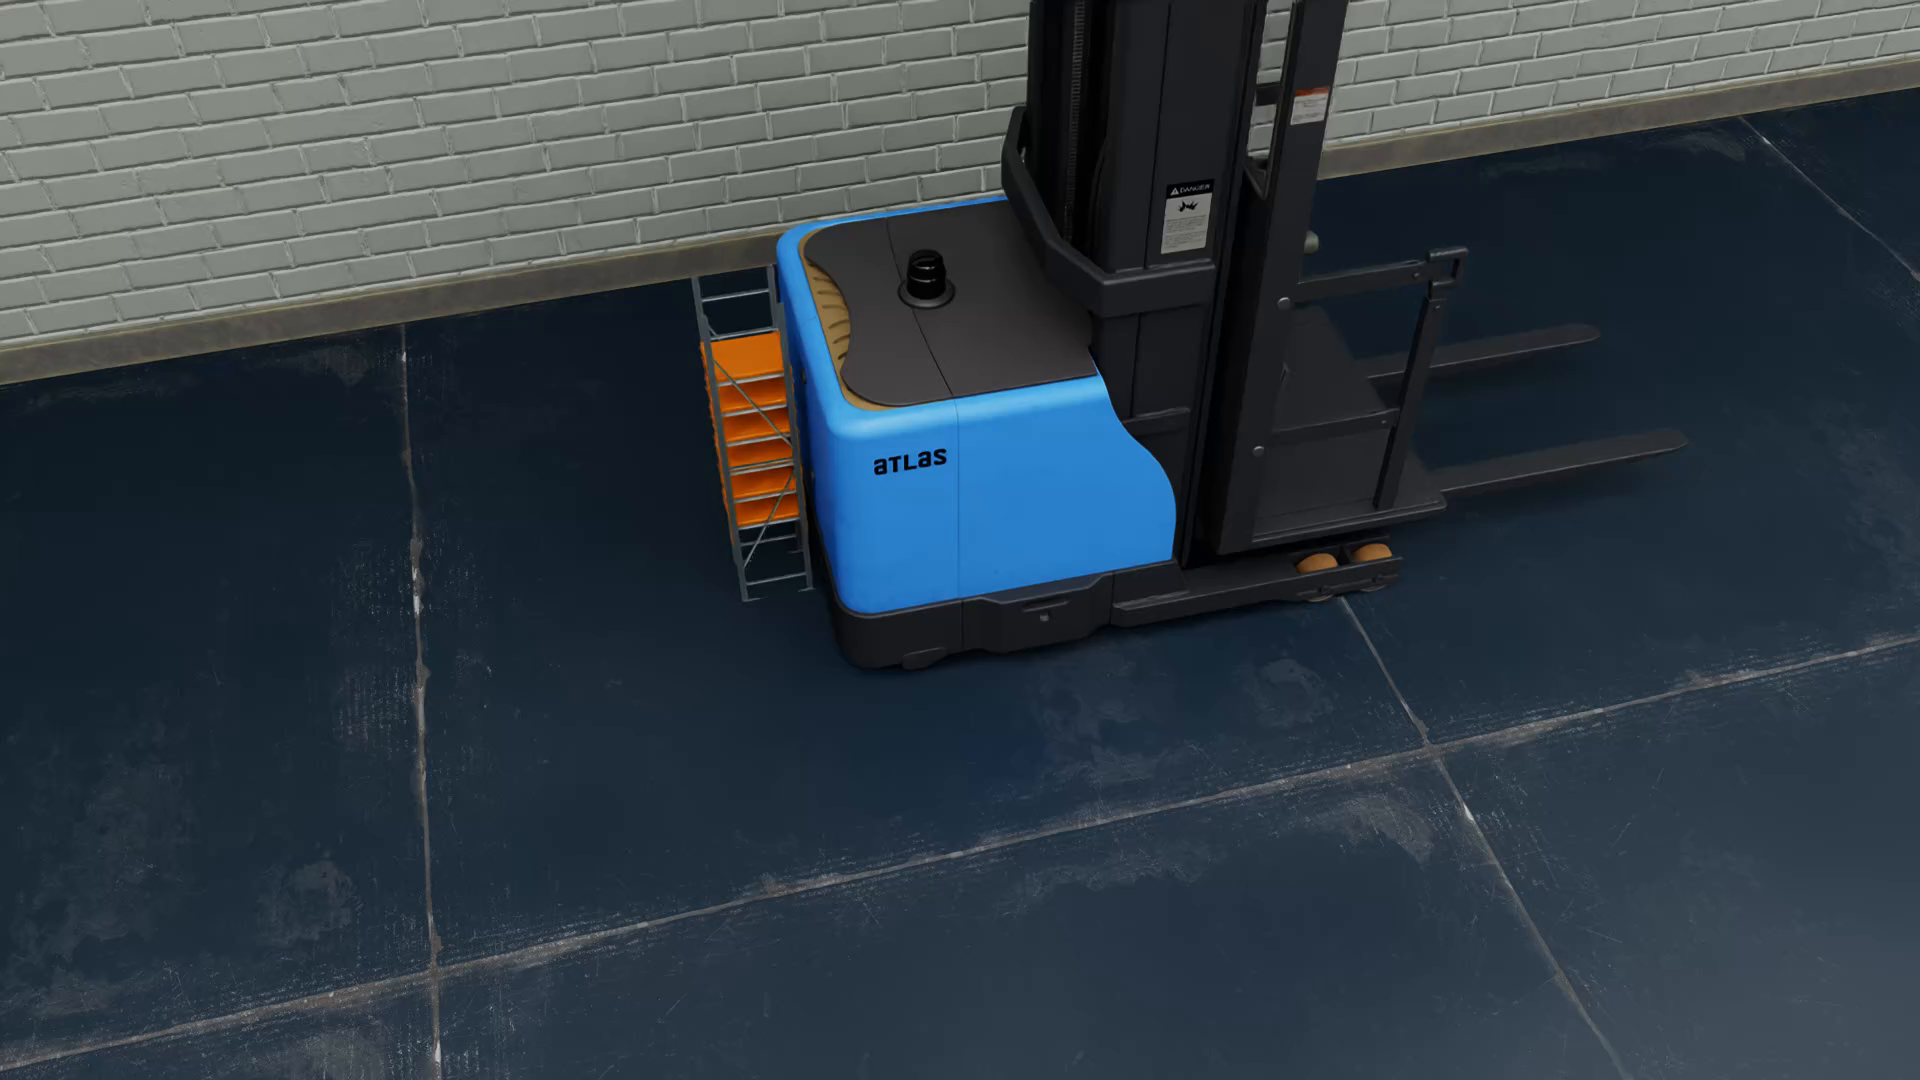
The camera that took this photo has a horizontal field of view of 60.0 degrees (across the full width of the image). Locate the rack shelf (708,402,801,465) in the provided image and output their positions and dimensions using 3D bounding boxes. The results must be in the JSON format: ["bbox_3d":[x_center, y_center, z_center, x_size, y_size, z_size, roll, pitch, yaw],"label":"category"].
[{"bbox_3d":[-0.636,-0.350,5.145,0.258,0.103,0.180,-10,46,-9],"label":"rack shelf"}]

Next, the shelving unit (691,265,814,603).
[{"bbox_3d":[-0.635,-0.297,5.199,0.258,1.200,0.189,-10,46,-9],"label":"shelving unit"}]

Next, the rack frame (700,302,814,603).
[{"bbox_3d":[-0.613,-0.233,5.137,0.240,1.200,0.006,-10,46,-9],"label":"rack frame"}]

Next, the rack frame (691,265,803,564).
[{"bbox_3d":[-0.657,-0.360,5.262,0.240,1.200,0.006,-10,46,-9],"label":"rack frame"}]

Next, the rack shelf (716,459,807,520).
[{"bbox_3d":[-0.634,-0.182,5.317,0.258,0.103,0.180,-10,46,-9],"label":"rack shelf"}]

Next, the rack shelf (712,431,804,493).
[{"bbox_3d":[-0.635,-0.266,5.231,0.258,0.103,0.180,-10,46,-9],"label":"rack shelf"}]

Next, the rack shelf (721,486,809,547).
[{"bbox_3d":[-0.633,-0.098,5.403,0.258,0.103,0.180,-10,46,-9],"label":"rack shelf"}]

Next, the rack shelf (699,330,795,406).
[{"bbox_3d":[-0.637,-0.517,4.974,0.258,0.103,0.180,-10,46,-9],"label":"rack shelf"}]

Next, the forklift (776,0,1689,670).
[{"bbox_3d":[0.984,-1.178,4.853,3.031,2.935,1.130,-10,46,-10],"label":"forklift"}]

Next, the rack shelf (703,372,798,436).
[{"bbox_3d":[-0.637,-0.434,5.060,0.258,0.103,0.180,-10,46,-9],"label":"rack shelf"}]
